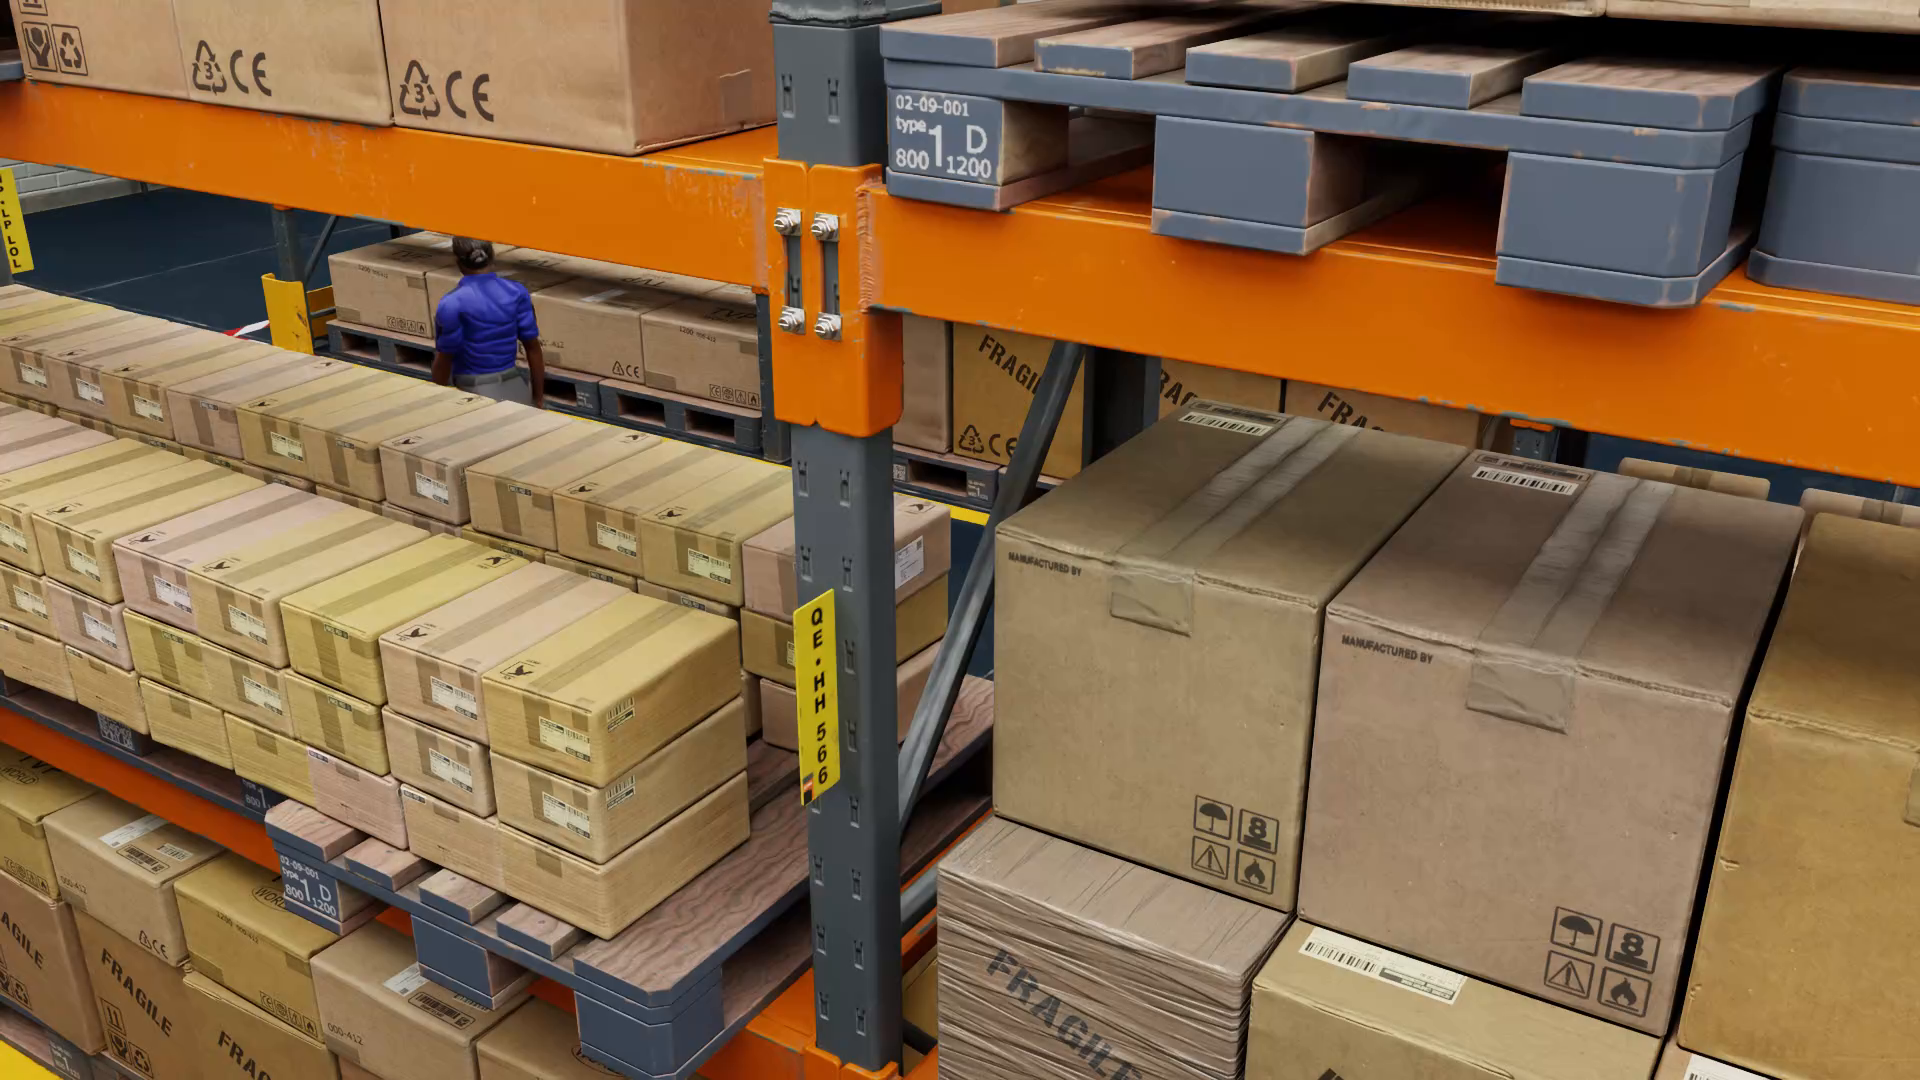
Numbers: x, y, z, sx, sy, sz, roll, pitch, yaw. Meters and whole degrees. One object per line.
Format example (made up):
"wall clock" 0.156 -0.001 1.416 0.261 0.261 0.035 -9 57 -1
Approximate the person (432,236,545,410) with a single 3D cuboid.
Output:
"person" -2.103 -0.572 7.450 0.622 1.710 0.453 19 30 37
